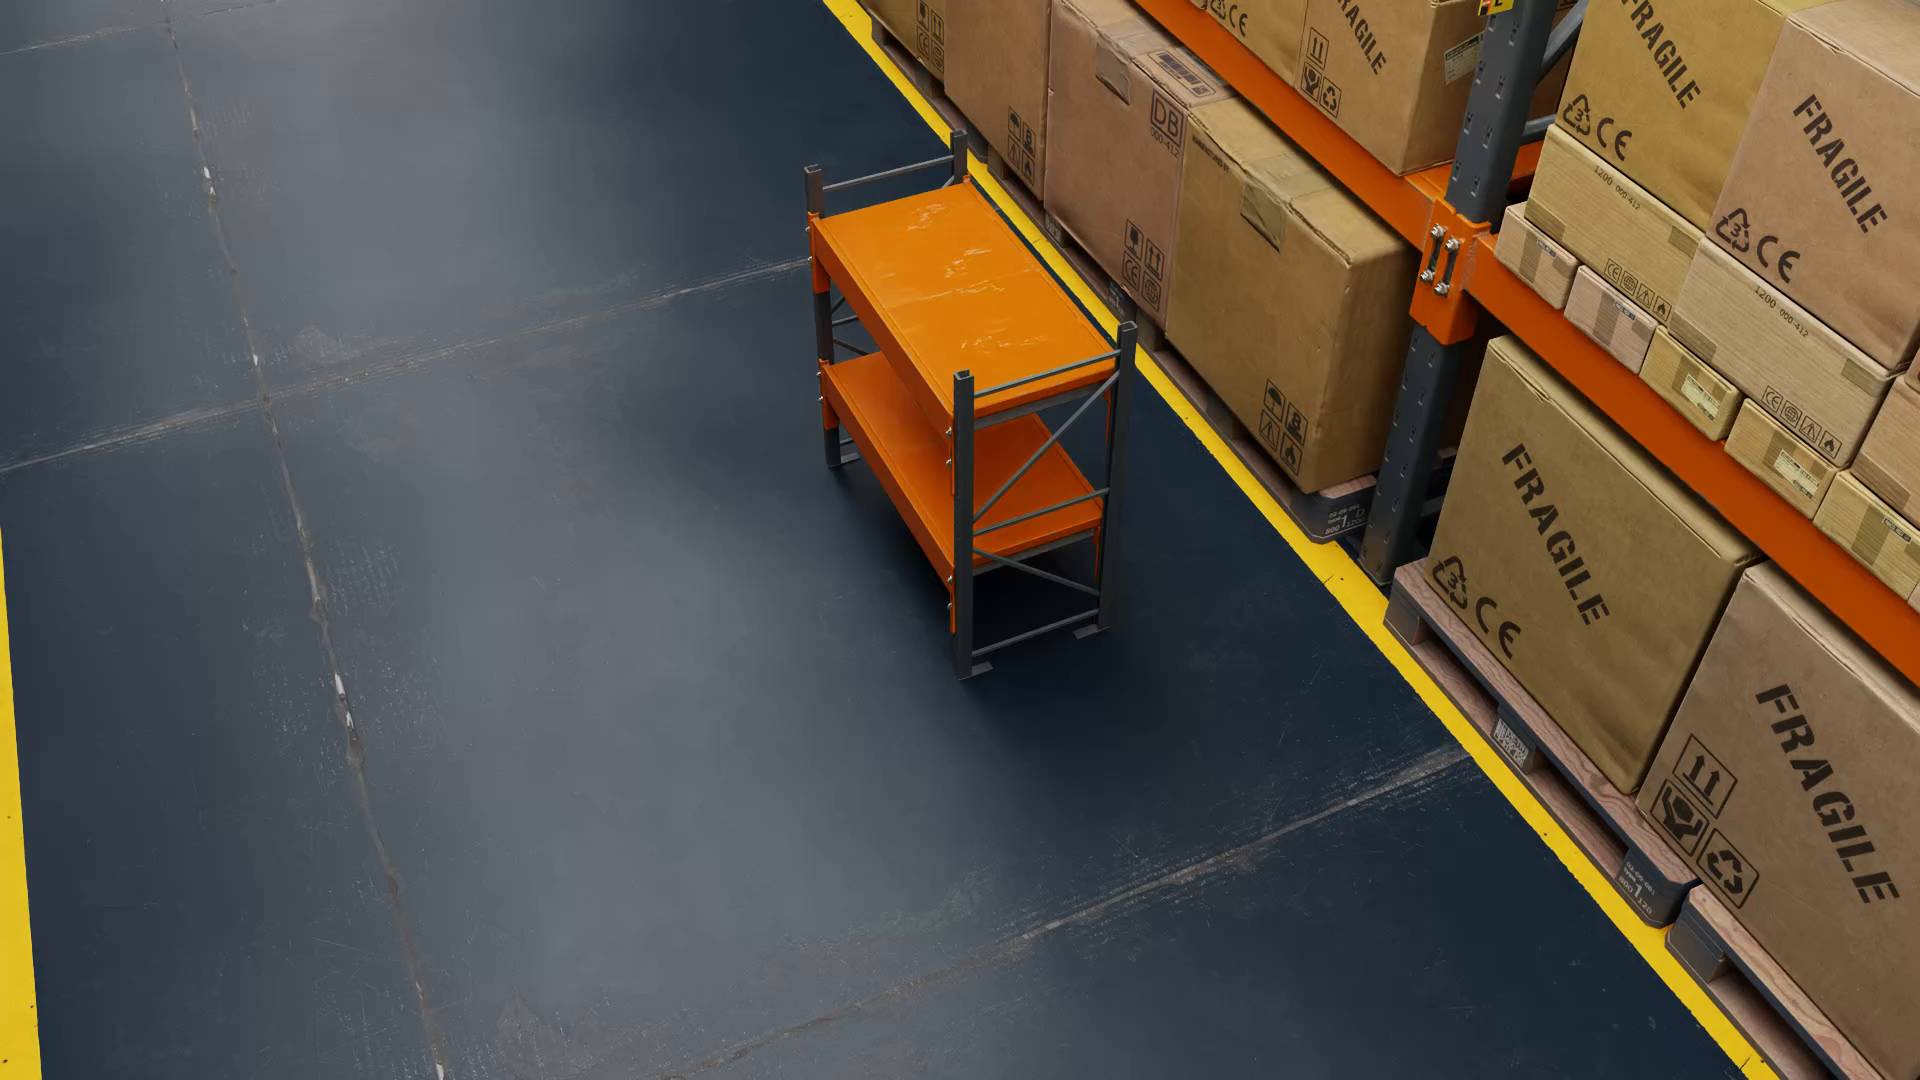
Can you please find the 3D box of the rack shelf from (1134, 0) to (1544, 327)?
[{"bbox_3d":[0.873,-2.123,5.778,1.077,0.370,4.000,-18,47,-17],"label":"rack shelf"}]

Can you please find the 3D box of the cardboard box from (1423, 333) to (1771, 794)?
[{"bbox_3d":[1.918,-0.054,4.382,0.875,0.875,0.875,-18,47,-17],"label":"cardboard box"}]

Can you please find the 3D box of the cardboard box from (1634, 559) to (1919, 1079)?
[{"bbox_3d":[2.297,0.520,3.801,0.875,0.875,0.875,-18,47,-17],"label":"cardboard box"}]

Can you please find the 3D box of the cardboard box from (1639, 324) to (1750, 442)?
[{"bbox_3d":[1.758,-0.393,3.692,0.380,0.149,0.250,-17,47,-16],"label":"cardboard box"}]

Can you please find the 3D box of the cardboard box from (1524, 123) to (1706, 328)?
[{"bbox_3d":[1.673,-0.780,3.800,0.500,0.250,0.500,-19,48,-18],"label":"cardboard box"}]

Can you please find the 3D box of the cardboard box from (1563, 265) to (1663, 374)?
[{"bbox_3d":[1.647,-0.561,3.862,0.380,0.149,0.250,-20,48,-19],"label":"cardboard box"}]

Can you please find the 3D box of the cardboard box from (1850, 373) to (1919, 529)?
[{"bbox_3d":[2.101,-0.134,3.145,0.500,0.250,0.500,-17,47,-16],"label":"cardboard box"}]

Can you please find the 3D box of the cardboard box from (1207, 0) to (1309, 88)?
[{"bbox_3d":[1.067,-1.675,4.741,0.500,0.500,0.500,-17,47,-16],"label":"cardboard box"}]

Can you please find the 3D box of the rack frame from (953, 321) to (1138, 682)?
[{"bbox_3d":[0.217,-0.072,4.522,0.500,1.125,0.032,-18,47,-17],"label":"rack frame"}]

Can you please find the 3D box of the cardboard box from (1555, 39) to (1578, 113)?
[{"bbox_3d":[1.747,-1.507,4.571,0.500,0.500,0.500,-18,47,-17],"label":"cardboard box"}]

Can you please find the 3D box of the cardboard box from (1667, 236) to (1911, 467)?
[{"bbox_3d":[1.878,-0.462,3.478,0.500,0.250,0.500,-18,47,-18],"label":"cardboard box"}]

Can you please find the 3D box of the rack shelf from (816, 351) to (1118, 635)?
[{"bbox_3d":[0.003,-0.222,5.022,0.538,0.278,1.000,-18,47,-17],"label":"rack shelf"}]

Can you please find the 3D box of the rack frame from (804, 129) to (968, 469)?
[{"bbox_3d":[-0.211,-0.720,5.179,0.500,1.125,0.032,-18,47,-17],"label":"rack frame"}]

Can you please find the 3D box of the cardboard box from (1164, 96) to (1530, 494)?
[{"bbox_3d":[1.426,-0.900,5.240,1.225,0.875,0.875,-18,47,-17],"label":"cardboard box"}]

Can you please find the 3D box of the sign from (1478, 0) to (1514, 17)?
[{"bbox_3d":[1.225,-1.322,3.686,0.100,0.325,0.005,-18,47,-17],"label":"sign"}]

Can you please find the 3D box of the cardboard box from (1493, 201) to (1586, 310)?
[{"bbox_3d":[1.536,-0.729,4.032,0.380,0.149,0.250,-18,47,-17],"label":"cardboard box"}]

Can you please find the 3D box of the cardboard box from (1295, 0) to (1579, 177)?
[{"bbox_3d":[1.269,-1.358,4.419,0.500,0.500,0.500,-18,47,-17],"label":"cardboard box"}]

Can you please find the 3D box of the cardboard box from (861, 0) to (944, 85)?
[{"bbox_3d":[0.303,-2.601,6.964,1.225,0.875,0.875,-20,48,-19],"label":"cardboard box"}]

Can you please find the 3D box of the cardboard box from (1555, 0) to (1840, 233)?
[{"bbox_3d":[1.683,-1.043,3.533,0.500,0.500,0.500,-18,47,-17],"label":"cardboard box"}]

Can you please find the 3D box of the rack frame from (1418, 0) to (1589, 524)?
[{"bbox_3d":[1.711,-1.104,4.233,0.949,2.616,0.053,-18,47,-17],"label":"rack frame"}]

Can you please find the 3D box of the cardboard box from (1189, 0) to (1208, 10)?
[{"bbox_3d":[0.841,-2.006,5.076,0.500,0.500,0.500,-19,48,-18],"label":"cardboard box"}]

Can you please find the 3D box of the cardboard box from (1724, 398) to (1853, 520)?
[{"bbox_3d":[1.870,-0.226,3.523,0.380,0.149,0.250,-19,48,-18],"label":"cardboard box"}]

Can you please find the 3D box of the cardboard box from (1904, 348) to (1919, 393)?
[{"bbox_3d":[2.106,-0.397,2.878,0.500,0.500,0.500,-19,48,-19],"label":"cardboard box"}]

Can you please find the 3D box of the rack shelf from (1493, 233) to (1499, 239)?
[{"bbox_3d":[2.554,0.356,3.126,0.919,0.124,3.809,-18,47,-17],"label":"rack shelf"}]

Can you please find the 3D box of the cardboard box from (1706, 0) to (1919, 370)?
[{"bbox_3d":[1.883,-0.727,3.213,0.500,0.500,0.500,-18,47,-17],"label":"cardboard box"}]

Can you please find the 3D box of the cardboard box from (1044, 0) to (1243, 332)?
[{"bbox_3d":[1.050,-1.469,5.817,1.225,0.875,0.875,-20,48,-19],"label":"cardboard box"}]

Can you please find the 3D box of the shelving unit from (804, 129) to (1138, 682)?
[{"bbox_3d":[0.003,-0.396,4.851,0.538,1.125,1.048,-18,47,-17],"label":"shelving unit"}]

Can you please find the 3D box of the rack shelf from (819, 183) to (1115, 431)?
[{"bbox_3d":[0.003,-0.657,4.593,0.459,0.093,0.952,-18,47,-17],"label":"rack shelf"}]

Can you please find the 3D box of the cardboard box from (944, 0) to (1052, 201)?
[{"bbox_3d":[0.671,-2.031,6.386,1.225,0.875,0.875,-18,47,-17],"label":"cardboard box"}]

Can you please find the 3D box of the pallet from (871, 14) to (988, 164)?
[{"bbox_3d":[0.295,-2.136,7.265,1.003,0.211,1.213,-18,47,-17],"label":"pallet"}]
